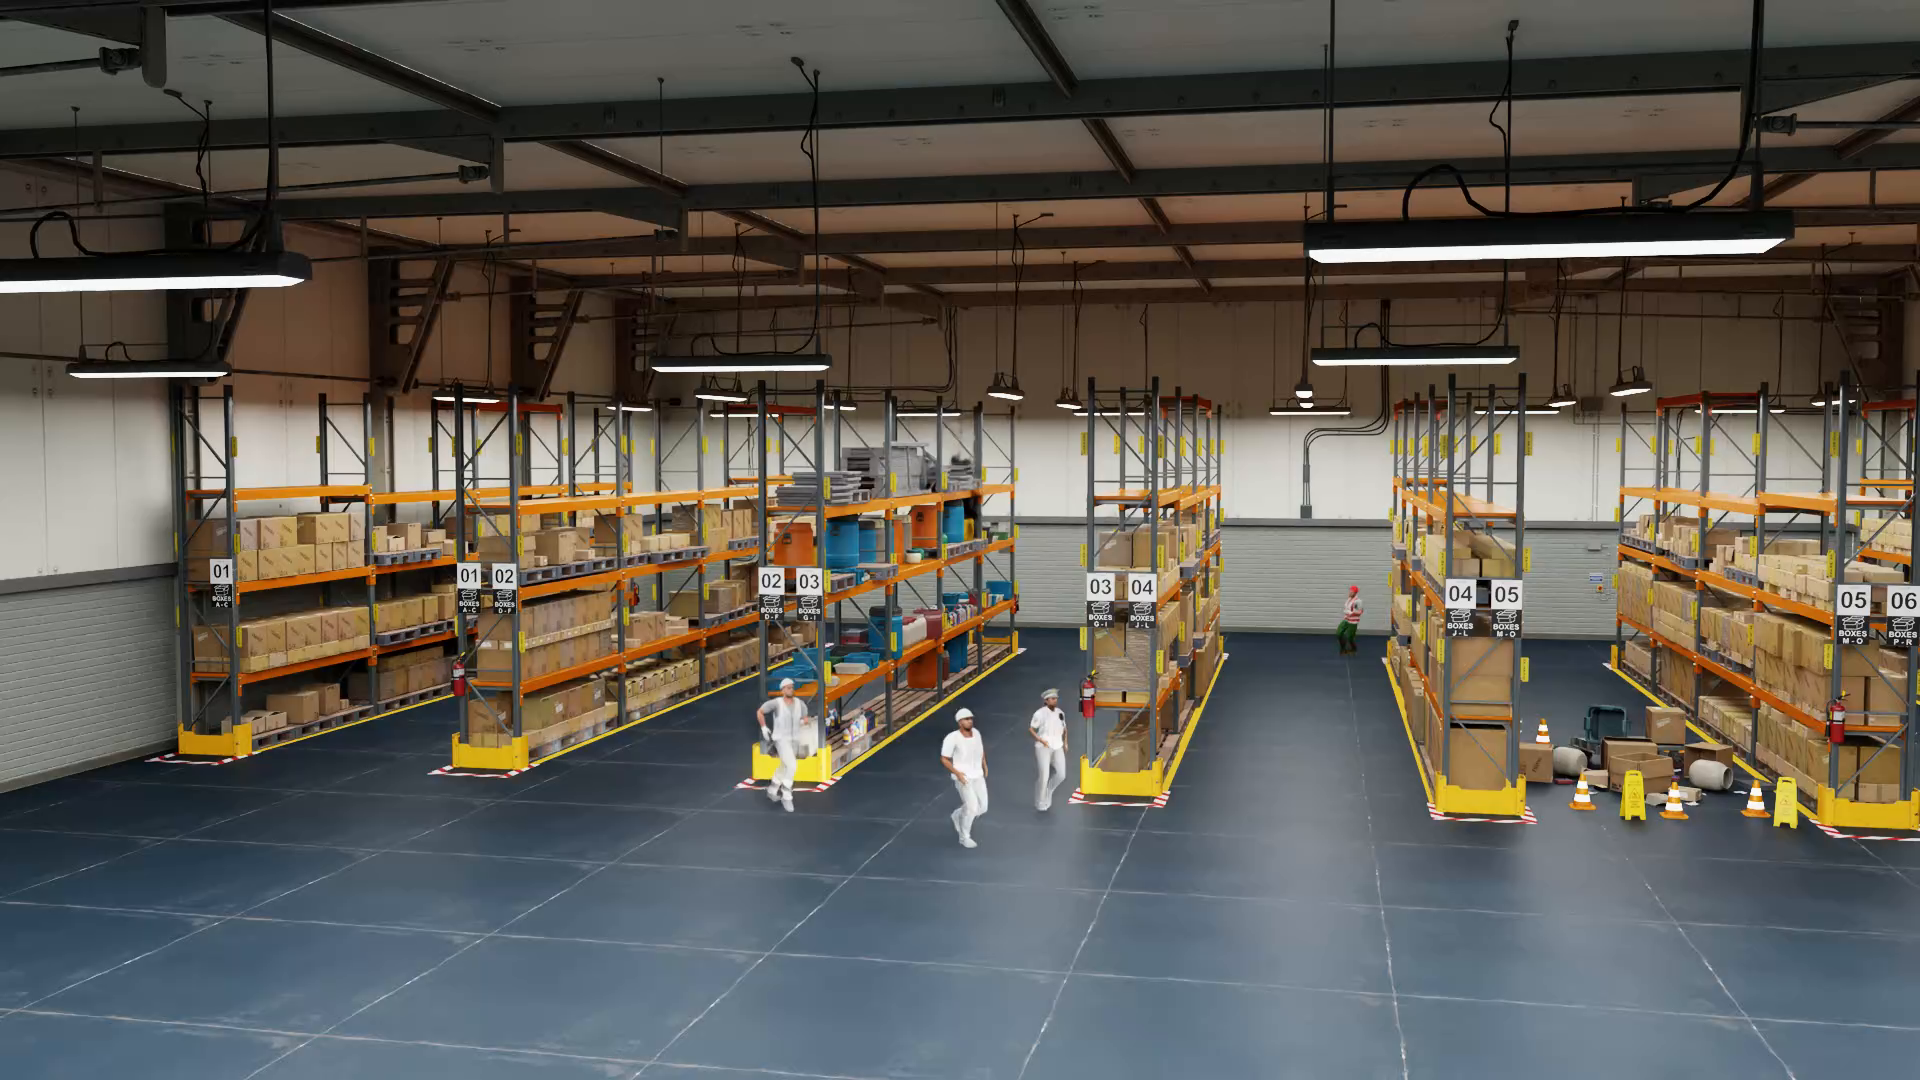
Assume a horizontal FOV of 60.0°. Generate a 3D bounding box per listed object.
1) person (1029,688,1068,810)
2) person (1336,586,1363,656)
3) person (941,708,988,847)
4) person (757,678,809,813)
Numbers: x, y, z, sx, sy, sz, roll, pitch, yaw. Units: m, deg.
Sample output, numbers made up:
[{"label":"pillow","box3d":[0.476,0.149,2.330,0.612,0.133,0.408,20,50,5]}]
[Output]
[{"label":"person","box3d":[1.274,2.888,22.961,0.603,1.671,0.500,-1,3,-21]},{"label":"person","box3d":[9.345,1.953,39.610,0.653,1.766,0.803,-2,4,-29]},{"label":"person","box3d":[0.072,2.974,20.914,0.698,1.729,0.546,-3,4,-42]},{"label":"person","box3d":[-2.420,2.814,23.074,0.650,1.815,0.736,-3,4,-44]}]
